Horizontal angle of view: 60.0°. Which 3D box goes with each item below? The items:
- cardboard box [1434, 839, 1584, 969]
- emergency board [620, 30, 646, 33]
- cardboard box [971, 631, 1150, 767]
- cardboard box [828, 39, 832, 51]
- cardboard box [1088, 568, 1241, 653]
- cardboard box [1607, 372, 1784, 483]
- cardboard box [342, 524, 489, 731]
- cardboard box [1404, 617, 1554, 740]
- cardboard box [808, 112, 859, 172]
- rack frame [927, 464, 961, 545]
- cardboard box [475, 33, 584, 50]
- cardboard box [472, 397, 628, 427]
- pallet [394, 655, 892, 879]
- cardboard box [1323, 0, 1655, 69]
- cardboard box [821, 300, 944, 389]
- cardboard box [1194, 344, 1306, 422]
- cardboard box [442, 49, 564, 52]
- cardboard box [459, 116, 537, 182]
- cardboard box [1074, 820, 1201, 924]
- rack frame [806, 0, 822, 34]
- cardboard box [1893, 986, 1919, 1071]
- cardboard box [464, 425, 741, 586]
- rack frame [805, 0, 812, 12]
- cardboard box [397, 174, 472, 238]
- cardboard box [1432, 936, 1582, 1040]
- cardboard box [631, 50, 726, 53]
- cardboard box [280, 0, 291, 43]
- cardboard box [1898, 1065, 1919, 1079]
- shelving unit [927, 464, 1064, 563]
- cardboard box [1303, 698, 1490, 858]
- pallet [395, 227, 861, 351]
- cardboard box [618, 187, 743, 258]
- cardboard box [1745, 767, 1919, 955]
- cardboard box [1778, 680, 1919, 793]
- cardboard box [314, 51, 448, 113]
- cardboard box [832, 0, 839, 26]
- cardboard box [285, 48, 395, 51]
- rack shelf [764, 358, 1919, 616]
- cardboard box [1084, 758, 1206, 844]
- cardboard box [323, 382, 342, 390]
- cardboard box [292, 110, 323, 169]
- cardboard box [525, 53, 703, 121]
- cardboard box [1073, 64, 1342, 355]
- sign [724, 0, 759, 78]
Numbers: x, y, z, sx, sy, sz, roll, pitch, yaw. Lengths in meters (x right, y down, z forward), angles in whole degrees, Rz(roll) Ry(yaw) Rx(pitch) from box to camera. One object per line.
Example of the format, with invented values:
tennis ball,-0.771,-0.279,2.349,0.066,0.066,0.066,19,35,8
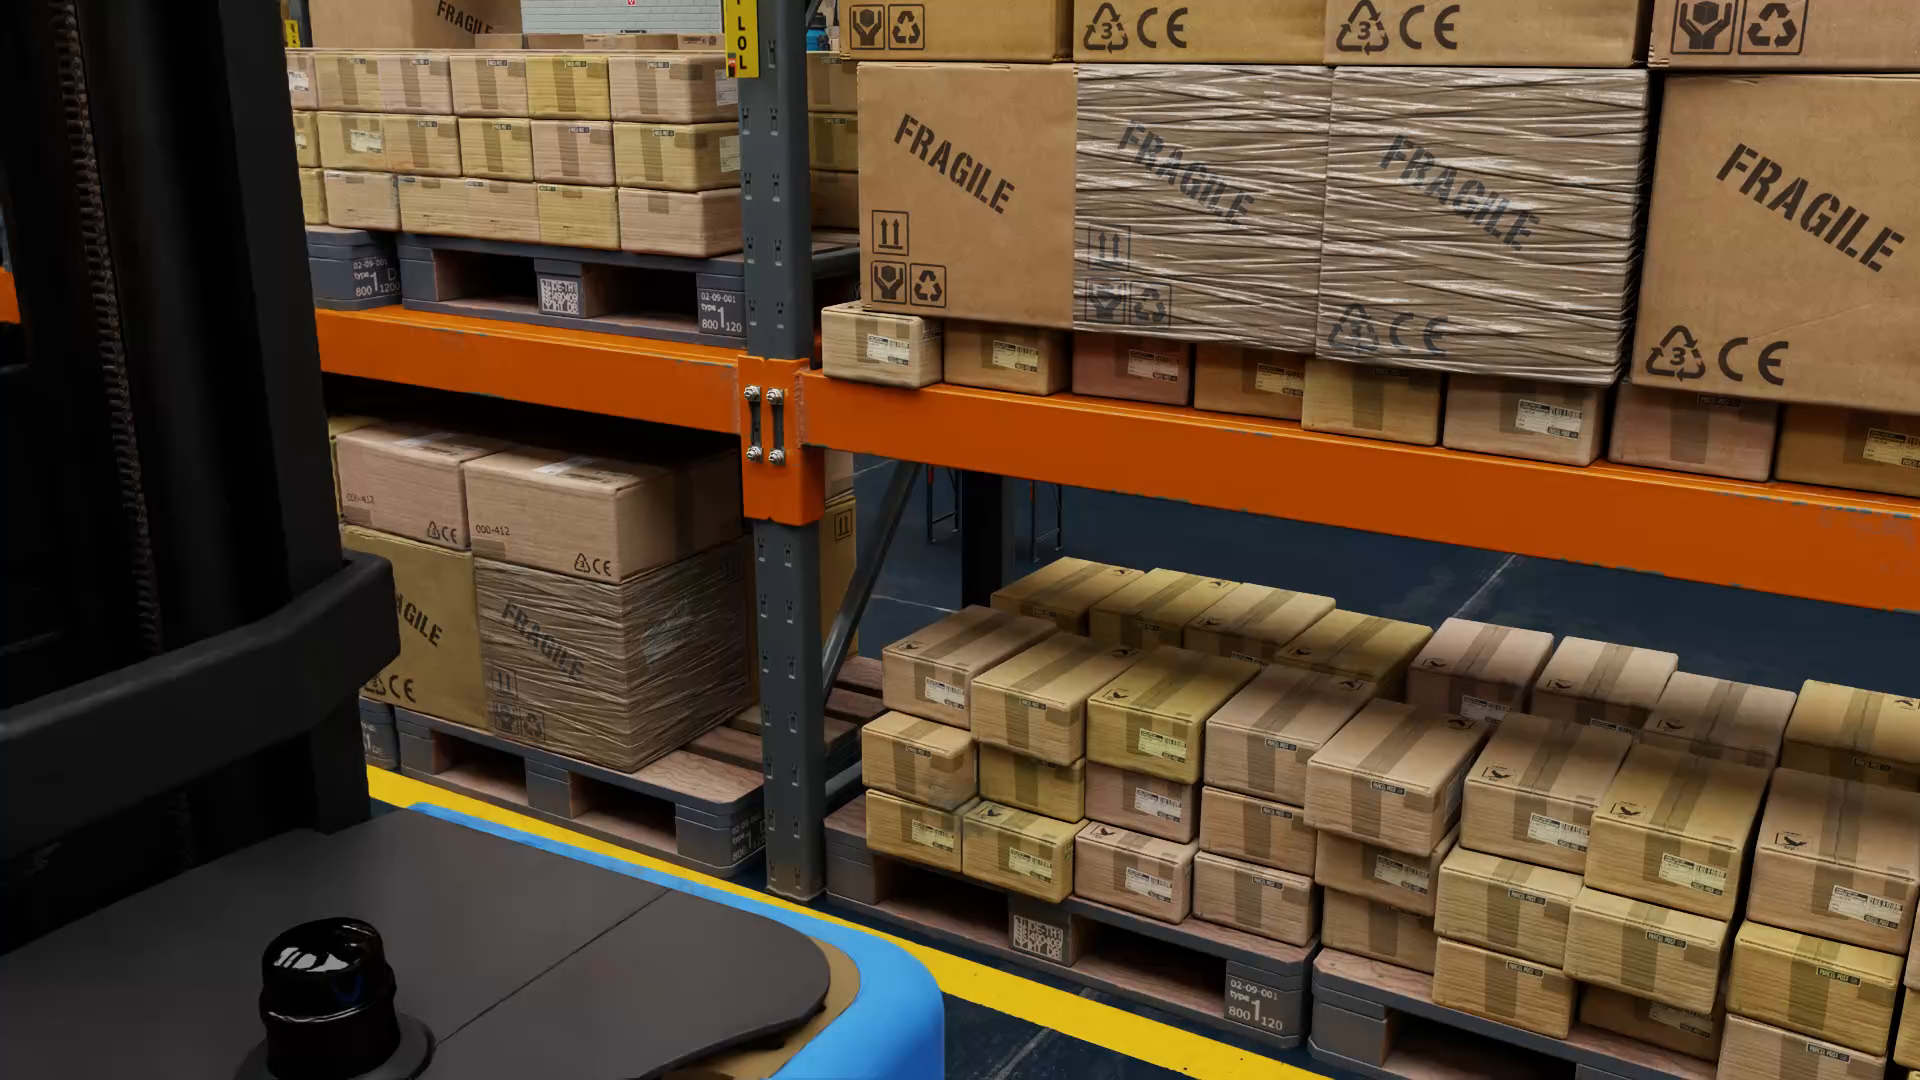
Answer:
cardboard box,1.105,0.654,3.239,0.250,0.149,0.380,10,20,30
emergency board,-6.074,-8.814,30.736,0.643,1.169,0.194,10,20,30
cardboard box,0.231,0.349,3.729,0.250,0.149,0.380,11,20,33
cardboard box,-1.640,-6.309,21.202,0.250,0.149,0.380,10,19,29
cardboard box,0.520,0.208,4.195,0.250,0.149,0.380,10,20,31
cardboard box,1.312,-0.228,2.902,0.250,0.149,0.380,11,20,32
cardboard box,-1.358,0.177,4.715,0.500,0.500,0.500,10,19,29
cardboard box,1.195,0.321,3.823,0.250,0.149,0.380,9,19,27
cardboard box,-0.253,-1.086,4.495,0.250,0.149,0.380,10,20,31
rack frame,-0.067,-0.586,6.746,0.015,1.200,0.240,10,20,30
cardboard box,-2.768,-3.129,11.121,0.637,0.503,0.797,13,21,36
cardboard box,-1.105,-0.311,5.033,0.500,0.250,0.500,11,20,32
pallet,-0.822,0.527,4.784,1.213,0.211,1.003,10,20,30
cardboard box,0.962,-1.070,2.838,0.500,0.500,0.500,10,20,31
cardboard box,-0.088,-0.445,3.618,0.250,0.149,0.380,11,20,32
cardboard box,0.654,-0.354,3.318,0.250,0.149,0.380,9,19,28
cardboard box,-1.355,-1.425,5.098,0.250,0.149,0.380,11,20,32
cardboard box,-1.036,-1.002,4.218,0.250,0.149,0.380,11,20,32
cardboard box,0.450,0.674,3.684,0.250,0.149,0.380,10,20,30
rack frame,-0.885,-2.511,9.986,0.127,3.000,1.000,10,20,30
cardboard box,1.759,0.776,2.836,0.250,0.149,0.380,10,20,31
cardboard box,-0.925,-0.104,4.350,0.500,0.250,0.500,10,19,29
rack frame,-1.701,-4.346,16.028,0.127,3.000,1.000,10,20,30
cardboard box,-1.247,-0.898,4.385,0.250,0.149,0.380,9,19,27
cardboard box,1.111,0.796,3.282,0.250,0.149,0.380,10,19,29
cardboard box,-0.711,-1.309,4.716,0.250,0.149,0.380,10,20,31
cardboard box,-4.821,-3.788,11.787,0.500,0.500,0.500,10,20,30
cardboard box,1.773,0.921,2.872,0.250,0.149,0.380,9,19,28
shelving unit,0.141,-0.549,6.624,0.503,1.200,0.258,10,20,30
cardboard box,0.880,0.469,3.337,0.250,0.149,0.380,11,20,31
pallet,-0.733,-0.750,4.519,1.213,0.211,1.003,10,20,30
cardboard box,-0.600,-0.782,4.003,0.250,0.149,0.380,10,19,29
cardboard box,1.583,0.570,3.004,0.250,0.149,0.380,9,19,28
cardboard box,1.850,0.438,3.436,0.250,0.149,0.380,10,20,31
cardboard box,-1.482,-1.226,4.443,0.250,0.149,0.380,9,19,28
cardboard box,-0.270,-2.924,9.447,0.637,0.503,0.797,11,20,32
cardboard box,-2.041,-1.546,5.495,0.250,0.149,0.380,10,20,30
rack shelf,1.546,-0.041,3.093,4.000,0.370,1.077,10,20,30
cardboard box,0.472,0.510,3.711,0.250,0.149,0.380,10,20,30
cardboard box,-2.259,-0.341,5.131,0.500,0.250,0.500,10,20,30
cardboard box,-1.726,-1.124,4.618,0.250,0.149,0.380,10,20,30
cardboard box,-0.832,-1.108,4.055,0.250,0.149,0.380,9,19,28
cardboard box,0.557,-0.668,3.237,0.500,0.500,0.500,10,20,30
sign,-0.446,-1.105,3.367,0.005,0.325,0.100,10,20,30
